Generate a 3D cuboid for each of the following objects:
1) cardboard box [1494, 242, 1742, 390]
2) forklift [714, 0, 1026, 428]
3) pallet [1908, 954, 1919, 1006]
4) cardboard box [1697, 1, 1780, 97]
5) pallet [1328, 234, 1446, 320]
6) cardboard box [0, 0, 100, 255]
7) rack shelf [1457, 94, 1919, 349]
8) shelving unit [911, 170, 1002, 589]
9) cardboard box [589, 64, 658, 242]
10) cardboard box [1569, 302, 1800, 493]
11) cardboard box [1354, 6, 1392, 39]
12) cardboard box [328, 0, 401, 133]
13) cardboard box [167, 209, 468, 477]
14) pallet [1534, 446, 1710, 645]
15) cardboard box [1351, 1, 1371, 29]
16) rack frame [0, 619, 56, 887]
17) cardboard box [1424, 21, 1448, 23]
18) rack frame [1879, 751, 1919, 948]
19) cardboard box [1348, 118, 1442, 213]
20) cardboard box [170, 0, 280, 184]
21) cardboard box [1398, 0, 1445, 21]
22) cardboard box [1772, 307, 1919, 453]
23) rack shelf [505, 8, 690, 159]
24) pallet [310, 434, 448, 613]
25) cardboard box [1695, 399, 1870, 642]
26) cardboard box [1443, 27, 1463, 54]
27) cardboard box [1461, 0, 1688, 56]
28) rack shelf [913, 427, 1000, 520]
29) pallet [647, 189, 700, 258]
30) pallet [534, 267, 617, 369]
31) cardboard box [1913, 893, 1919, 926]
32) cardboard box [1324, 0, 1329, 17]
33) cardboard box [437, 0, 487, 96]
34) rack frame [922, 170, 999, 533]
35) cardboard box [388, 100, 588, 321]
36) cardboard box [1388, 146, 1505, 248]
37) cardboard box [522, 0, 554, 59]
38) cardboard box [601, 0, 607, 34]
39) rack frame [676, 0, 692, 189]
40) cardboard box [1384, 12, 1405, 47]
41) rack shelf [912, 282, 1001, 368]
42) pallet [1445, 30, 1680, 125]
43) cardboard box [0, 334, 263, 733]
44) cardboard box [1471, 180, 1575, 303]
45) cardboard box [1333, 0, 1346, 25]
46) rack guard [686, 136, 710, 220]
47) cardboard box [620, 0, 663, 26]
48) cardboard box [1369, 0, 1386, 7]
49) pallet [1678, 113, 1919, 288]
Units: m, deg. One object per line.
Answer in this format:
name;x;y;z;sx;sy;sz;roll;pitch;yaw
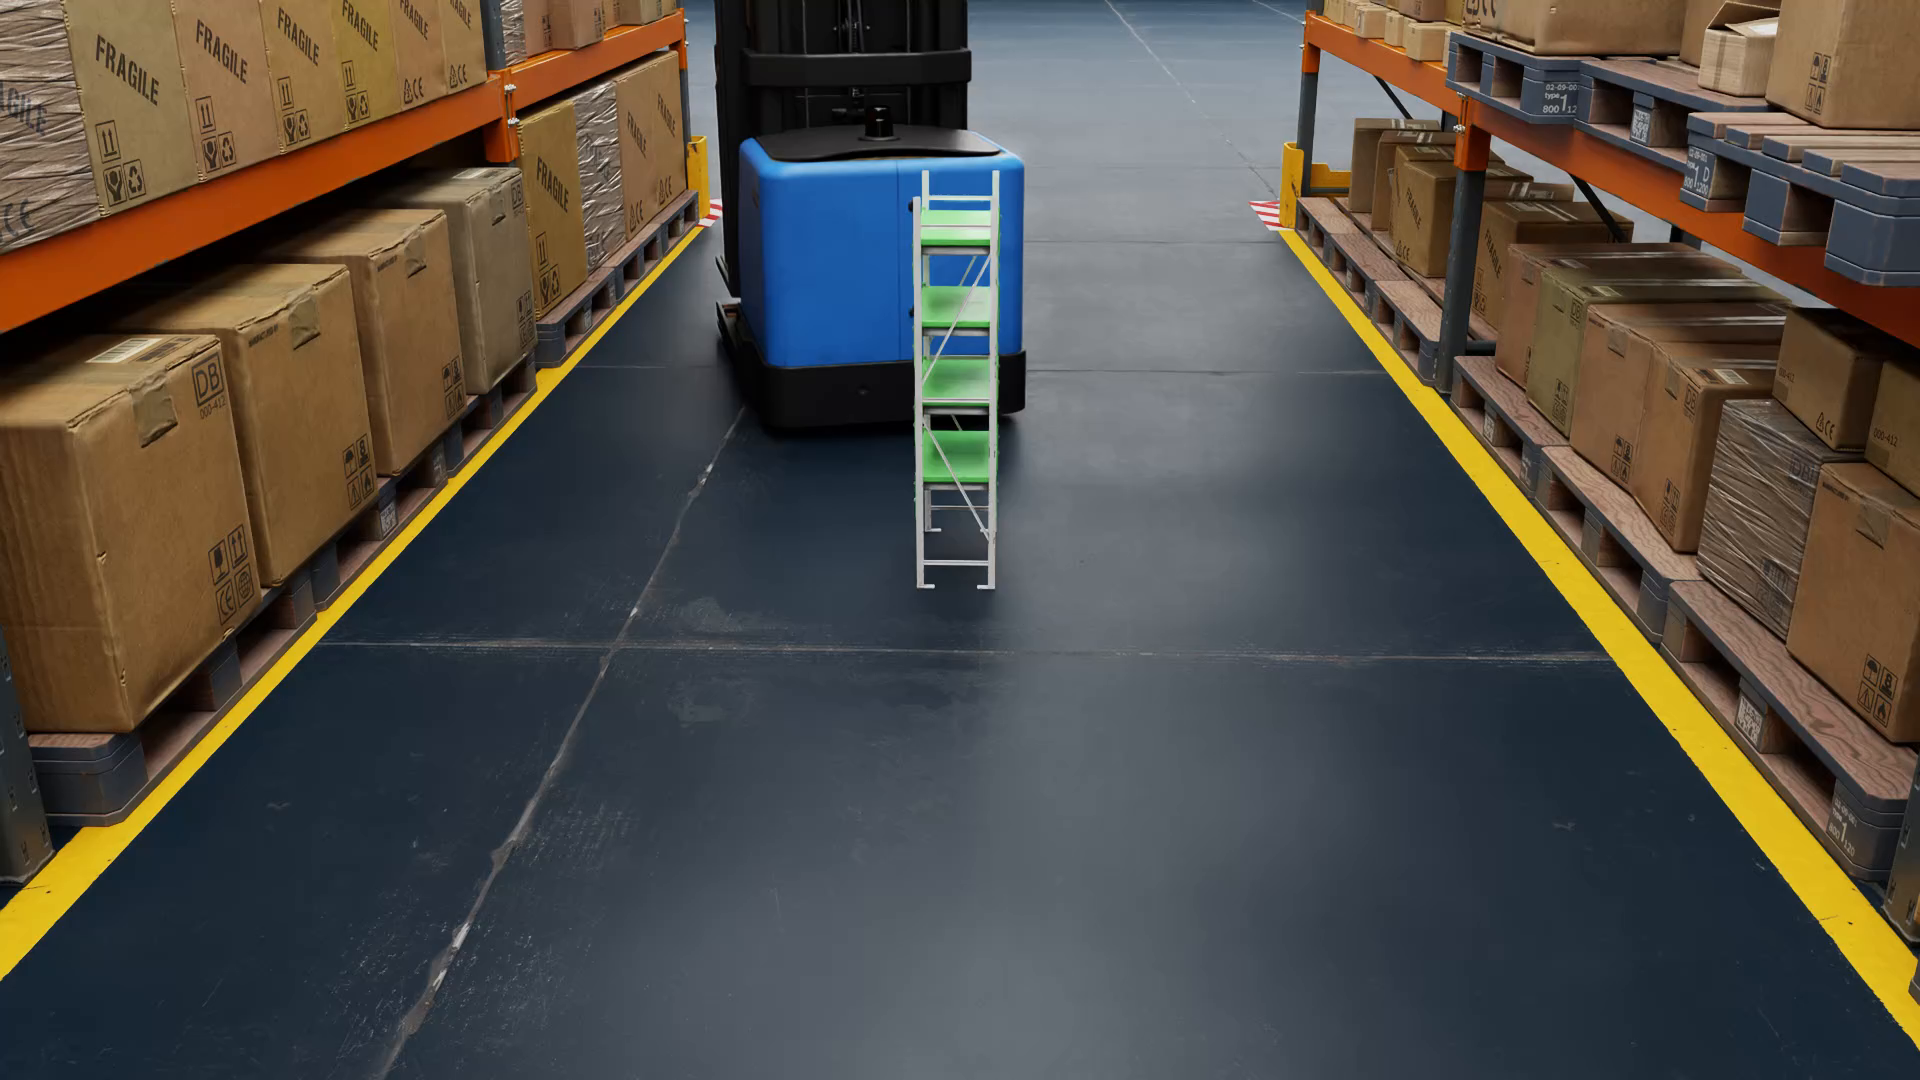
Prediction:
cardboard box;2.518;-0.849;6.418;0.700;0.500;0.500;-1;21;-3
forklift;-0.562;-2.302;7.410;1.130;2.935;3.031;-5;22;-12
pallet;2.337;0.999;2.661;1.003;0.211;1.213;1;21;2
cardboard box;2.217;-1.324;4.399;0.396;0.266;0.258;0;21;0
pallet;2.577;-1.417;8.888;1.003;0.211;1.213;1;21;2
cardboard box;-2.235;-0.882;3.517;0.500;0.500;0.500;1;21;2
rack shelf;2.497;-0.973;4.883;1.077;0.370;4.000;1;21;2
shelving unit;-0.005;-0.500;5.158;0.258;1.200;0.503;1;21;2
cardboard box;-2.254;-2.210;9.434;0.875;0.875;0.875;0;21;1
cardboard box;2.468;-0.475;5.453;0.700;0.500;0.500;-1;21;-3
cardboard box;2.290;-2.718;8.736;0.380;0.149;0.250;1;21;2
cardboard box;-2.176;-1.612;5.398;0.500;0.500;0.500;1;21;2
cardboard box;-2.359;-0.695;5.703;1.050;0.750;0.750;1;21;2
pallet;2.501;-0.007;5.256;1.003;0.211;1.213;1;21;2
cardboard box;2.382;-2.898;9.200;0.380;0.149;0.250;1;21;2
rack frame;-2.518;-0.676;3.124;1.000;3.000;0.127;1;21;2
cardboard box;2.391;-2.355;7.800;0.380;0.149;0.250;1;21;2
rack frame;2.436;-0.585;2.889;1.000;3.000;0.127;1;21;2
cardboard box;2.644;-2.282;10.139;0.500;0.500;0.500;5;22;12
cardboard box;-2.207;-1.248;4.461;0.500;0.500;0.500;1;21;2
cardboard box;2.598;-2.741;7.896;0.875;0.500;0.500;1;21;2
cardboard box;2.433;-0.409;4.246;0.500;0.250;0.500;3;21;8
rack shelf;-2.336;-2.510;8.845;1.077;0.370;4.000;1;21;2
pallet;-2.379;-0.100;5.495;1.003;0.211;1.213;1;21;2
cardboard box;2.441;-0.068;4.404;0.700;0.500;0.500;-1;21;-3
cardboard box;2.355;-2.175;7.335;0.380;0.149;0.250;1;21;2
cardboard box;2.394;-2.221;5.696;1.000;1.000;1.000;1;21;2
rack shelf;-0.005;-0.216;5.268;0.258;0.148;0.480;1;21;2
pallet;-2.221;-1.978;10.336;1.003;0.211;1.213;1;21;2
pallet;-2.295;-1.096;8.062;1.003;0.211;1.213;1;21;2
cardboard box;2.394;0.459;2.555;1.225;0.875;0.875;0;21;-1
cardboard box;2.432;-3.260;10.131;0.380;0.149;0.250;1;21;2
cardboard box;-2.145;-1.977;6.340;0.500;0.500;0.500;1;21;1
rack frame;0.002;-0.588;5.385;0.240;1.200;0.015;1;21;2
cardboard box;-2.308;-1.554;7.744;0.875;0.875;0.875;1;21;2
cardboard box;2.622;-1.839;8.998;0.500;0.500;0.500;3;21;7
cardboard box;-2.403;-2.525;7.682;0.875;0.550;0.550;1;21;2
cardboard box;-2.353;-2.911;8.678;0.875;0.550;0.500;1;21;2
rack frame;-2.275;-3.568;10.579;1.000;3.000;0.127;1;21;2
cardboard box;2.331;-2.537;8.268;0.380;0.149;0.250;1;21;2
rack shelf;-0.005;-0.664;5.094;0.258;0.148;0.480;1;21;2
pallet;2.389;-1.667;5.943;1.003;0.211;1.213;1;21;2
cardboard box;-2.410;-0.042;4.020;1.050;0.750;0.750;0;21;1
cardboard box;2.620;-1.413;7.899;0.500;0.500;0.500;8;22;19
cardboard box;2.383;-3.079;9.666;0.380;0.149;0.250;1;21;2
rack guard;-2.274;-2.412;11.054;1.175;0.500;0.348;1;21;2
cardboard box;-2.236;-3.305;9.692;0.875;0.550;0.550;1;21;2
cardboard box;2.682;-3.102;8.827;0.875;0.500;0.500;1;21;2
pallet;2.351;-0.754;3.591;1.213;0.211;1.003;1;21;2
